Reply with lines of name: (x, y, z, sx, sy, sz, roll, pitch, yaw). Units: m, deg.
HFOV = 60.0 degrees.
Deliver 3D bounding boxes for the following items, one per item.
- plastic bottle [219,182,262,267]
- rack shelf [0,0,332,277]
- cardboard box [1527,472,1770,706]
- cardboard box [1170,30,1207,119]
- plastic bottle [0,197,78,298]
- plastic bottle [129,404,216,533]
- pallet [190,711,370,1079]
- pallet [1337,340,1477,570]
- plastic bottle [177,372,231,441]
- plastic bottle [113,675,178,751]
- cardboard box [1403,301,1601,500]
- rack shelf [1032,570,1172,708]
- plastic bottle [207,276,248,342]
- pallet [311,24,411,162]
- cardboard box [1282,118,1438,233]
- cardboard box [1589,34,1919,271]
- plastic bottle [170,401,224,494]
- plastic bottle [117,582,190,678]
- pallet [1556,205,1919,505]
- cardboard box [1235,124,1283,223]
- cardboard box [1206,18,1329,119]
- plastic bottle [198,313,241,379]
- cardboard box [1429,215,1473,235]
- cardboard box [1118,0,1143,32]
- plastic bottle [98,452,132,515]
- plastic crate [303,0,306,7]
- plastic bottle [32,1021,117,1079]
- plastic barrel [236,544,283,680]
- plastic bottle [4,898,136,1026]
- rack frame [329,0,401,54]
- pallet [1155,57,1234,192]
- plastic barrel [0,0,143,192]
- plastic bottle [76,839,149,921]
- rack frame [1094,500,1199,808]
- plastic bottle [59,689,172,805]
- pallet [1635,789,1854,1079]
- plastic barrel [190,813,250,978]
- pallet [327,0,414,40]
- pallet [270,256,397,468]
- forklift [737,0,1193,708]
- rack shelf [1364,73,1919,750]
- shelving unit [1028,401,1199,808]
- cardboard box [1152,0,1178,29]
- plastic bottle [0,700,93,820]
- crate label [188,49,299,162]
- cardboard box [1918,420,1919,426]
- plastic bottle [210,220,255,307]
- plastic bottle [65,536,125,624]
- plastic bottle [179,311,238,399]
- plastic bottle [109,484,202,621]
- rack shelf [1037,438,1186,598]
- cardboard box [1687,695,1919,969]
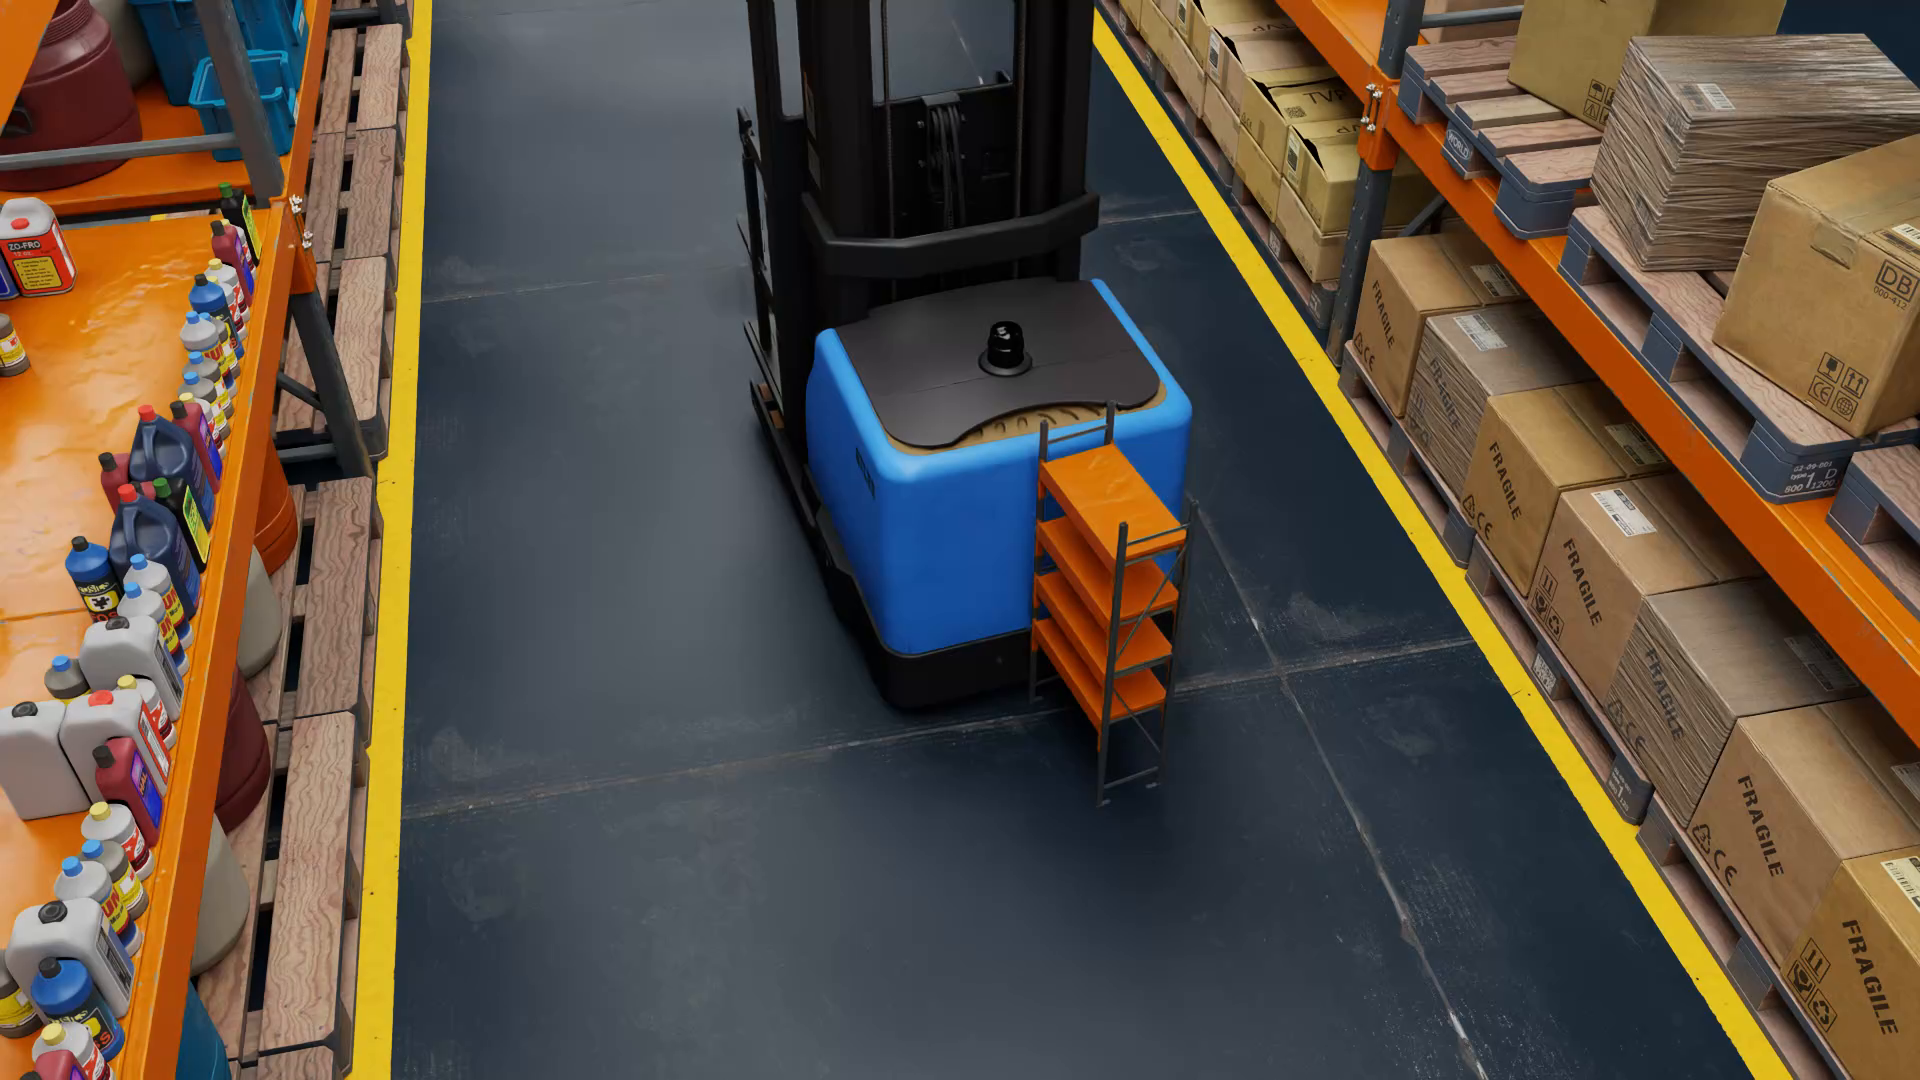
plastic bottle: (-2.260, -1.005, 5.211, 0.061, 0.283, 0.133, -8, 42, -9)
rack shelf: (-3.196, -2.278, 7.098, 1.077, 0.370, 4.000, -8, 42, -9)
cardboard box: (2.232, 0.151, 5.372, 0.500, 0.500, 0.500, -10, 43, -11)
cardboard box: (1.387, -2.385, 8.433, 0.500, 0.250, 0.500, -8, 42, -8)
plastic bottle: (-2.838, -0.899, 5.096, 0.152, 0.276, 0.135, -8, 42, -9)
plastic bottle: (-2.020, -0.181, 4.231, 0.144, 0.351, 0.185, -8, 42, -9)
pallet: (-2.294, 1.087, 4.867, 1.003, 0.211, 1.213, -8, 42, -9)
pallet: (2.197, -0.425, 6.570, 1.003, 0.211, 1.213, -8, 42, -9)
plastic bottle: (-2.078, -0.369, 4.556, 0.097, 0.201, 0.097, 0, 42, 0)
plastic bottle: (-1.827, 0.383, 3.709, 0.097, 0.201, 0.097, 0, 42, 0)
cardboard box: (2.011, -0.513, 6.120, 0.500, 0.500, 0.500, -10, 43, -11)
rack shelf: (0.442, 0.272, 5.138, 0.258, 0.148, 0.480, -16, 45, -18)
plastic bottle: (-2.183, -0.685, 4.912, 0.097, 0.201, 0.097, 0, 42, 0)
pallet: (-3.420, -2.297, 8.678, 1.003, 0.211, 1.213, -8, 42, -9)
cardboard box: (1.720, -1.600, 7.126, 0.500, 0.311, 0.500, -7, 42, -8)
cardboard box: (2.330, -1.140, 4.883, 0.700, 0.500, 0.500, -1, 42, -1)
plastic bottle: (-2.014, -0.265, 4.376, 0.061, 0.283, 0.133, -8, 42, -9)
plastic bottle: (-1.877, 0.206, 3.855, 0.097, 0.271, 0.097, 0, 42, 0)
pallet: (2.497, -0.626, 4.840, 1.003, 0.211, 1.213, -8, 42, -9)
cardboard box: (1.607, -1.726, 7.690, 0.500, 0.250, 0.500, -9, 42, -10)
cardboard box: (1.495, -2.264, 7.873, 0.500, 0.311, 0.500, -9, 42, -10)
plastic bottle: (-2.141, -0.559, 4.769, 0.097, 0.201, 0.097, 0, 42, 0)
cardboard box: (2.247, -1.468, 7.399, 0.500, 0.250, 0.500, -8, 42, -9)
cardboard box: (1.164, -3.051, 9.182, 0.500, 0.250, 0.500, -7, 42, -8)
plastic bottle: (-2.115, -0.124, 4.218, 0.061, 0.283, 0.133, -8, 42, -9)
plastic crate: (-2.814, -2.365, 6.607, 0.402, 0.464, 0.583, -8, 42, -9)
plastic bottle: (-1.635, 0.959, 3.059, 0.097, 0.201, 0.097, 0, 42, 0)
plastic barrel: (-2.433, 0.191, 5.333, 0.421, 0.512, 0.421, 0, 42, 0)
plastic bottle: (-1.708, 0.797, 3.186, 0.152, 0.276, 0.135, -8, 42, -9)
rack frame: (-3.628, -3.843, 8.320, 1.000, 3.000, 0.127, -8, 42, -9)
pallet: (1.674, -2.243, 8.618, 1.003, 0.211, 1.213, -8, 42, -9)
plastic barrel: (-3.160, -1.558, 5.644, 0.600, 0.536, 0.708, -8, 42, -9)
plastic bottle: (-1.727, 0.683, 3.371, 0.097, 0.201, 0.097, 0, 42, 0)
rack frame: (0.541, 0.371, 4.928, 0.240, 1.200, 0.015, -16, 45, -18)
plastic bottle: (-1.829, 0.434, 3.595, 0.152, 0.276, 0.135, -8, 42, -9)
pallet: (2.724, 1.156, 4.788, 1.003, 0.211, 1.213, -8, 42, -9)
plastic barrel: (-2.189, 0.923, 4.508, 0.421, 0.512, 0.421, 0, 42, 0)
pallet: (-3.732, -3.242, 9.743, 1.003, 0.211, 1.213, -8, 42, -9)
pallet: (-2.894, -0.715, 6.897, 1.003, 0.211, 1.213, -8, 42, -9)
forklift: (-0.212, -1.531, 5.766, 1.130, 2.935, 3.031, -13, 43, -14)
rack shelf: (2.505, -0.392, 4.974, 1.077, 0.370, 4.000, -8, 42, -9)
shelving unit: (0.442, 0.222, 5.093, 0.258, 1.200, 0.503, -16, 45, -18)
cardboard box: (1.271, -2.925, 8.618, 0.500, 0.311, 0.500, -10, 43, -11)
plastic bottle: (-1.977, 0.456, 3.570, 0.152, 0.276, 0.135, -8, 42, -9)
crate label: (-2.489, -1.514, 5.823, 0.303, 0.233, 0.416, -8, 42, -9)
cardboard box: (2.842, -0.335, 3.976, 0.700, 0.500, 0.500, -2, 42, -2)
plastic bottle: (-2.211, -0.856, 5.043, 0.061, 0.283, 0.133, -8, 42, -9)
plastic bottle: (-2.060, 0.101, 3.974, 0.097, 0.271, 0.097, 0, 42, 0)
plastic bottle: (-2.120, -0.522, 4.675, 0.097, 0.271, 0.097, 0, 42, 0)
plastic bottle: (-1.951, 0.026, 3.999, 0.144, 0.351, 0.185, -8, 42, -9)
rack shelf: (0.444, -0.070, 4.830, 0.258, 0.148, 0.480, -16, 45, -18)
cardboard box: (2.452, 0.805, 4.635, 0.500, 0.500, 0.500, -8, 42, -9)
